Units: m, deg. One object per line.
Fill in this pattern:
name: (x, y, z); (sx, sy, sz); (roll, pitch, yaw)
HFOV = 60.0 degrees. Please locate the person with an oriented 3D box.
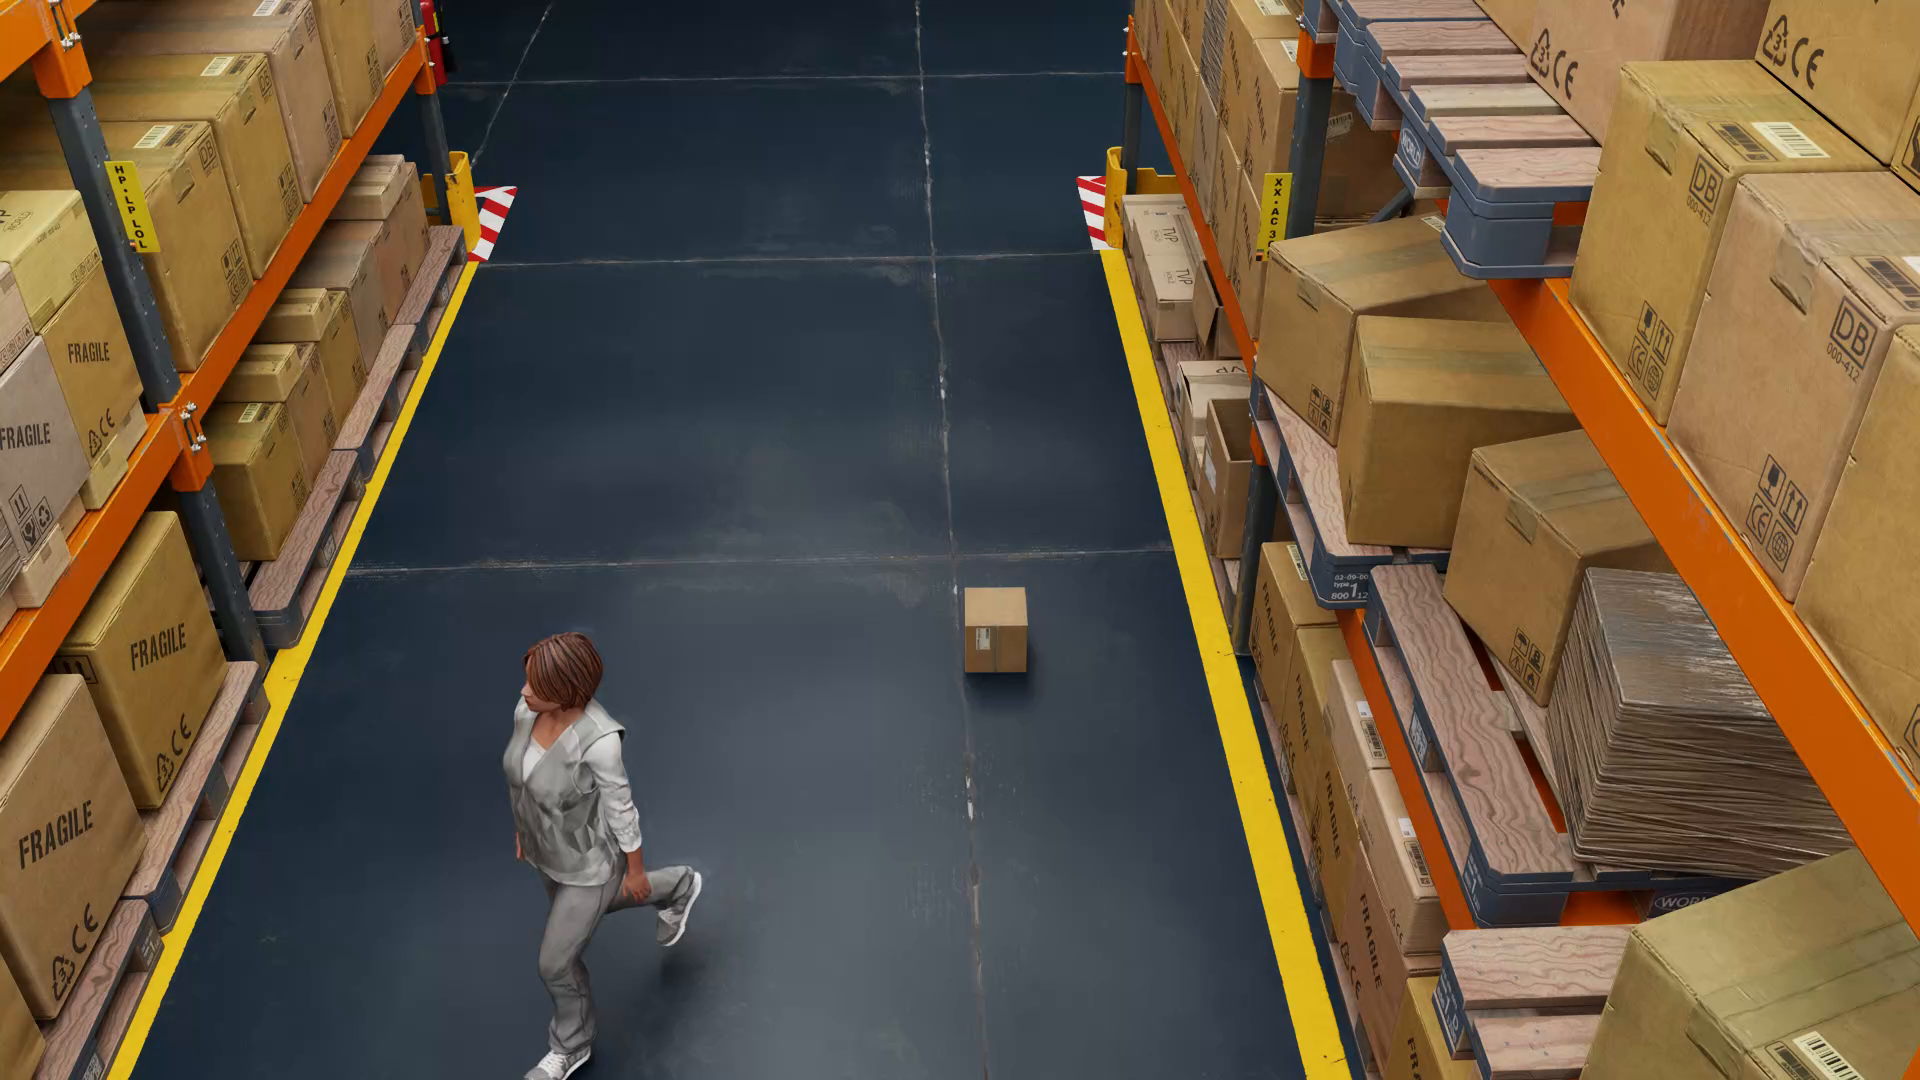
person: (-1.102, 0.881, 4.917); (0.427, 1.552, 0.837); (30, 45, 35)
